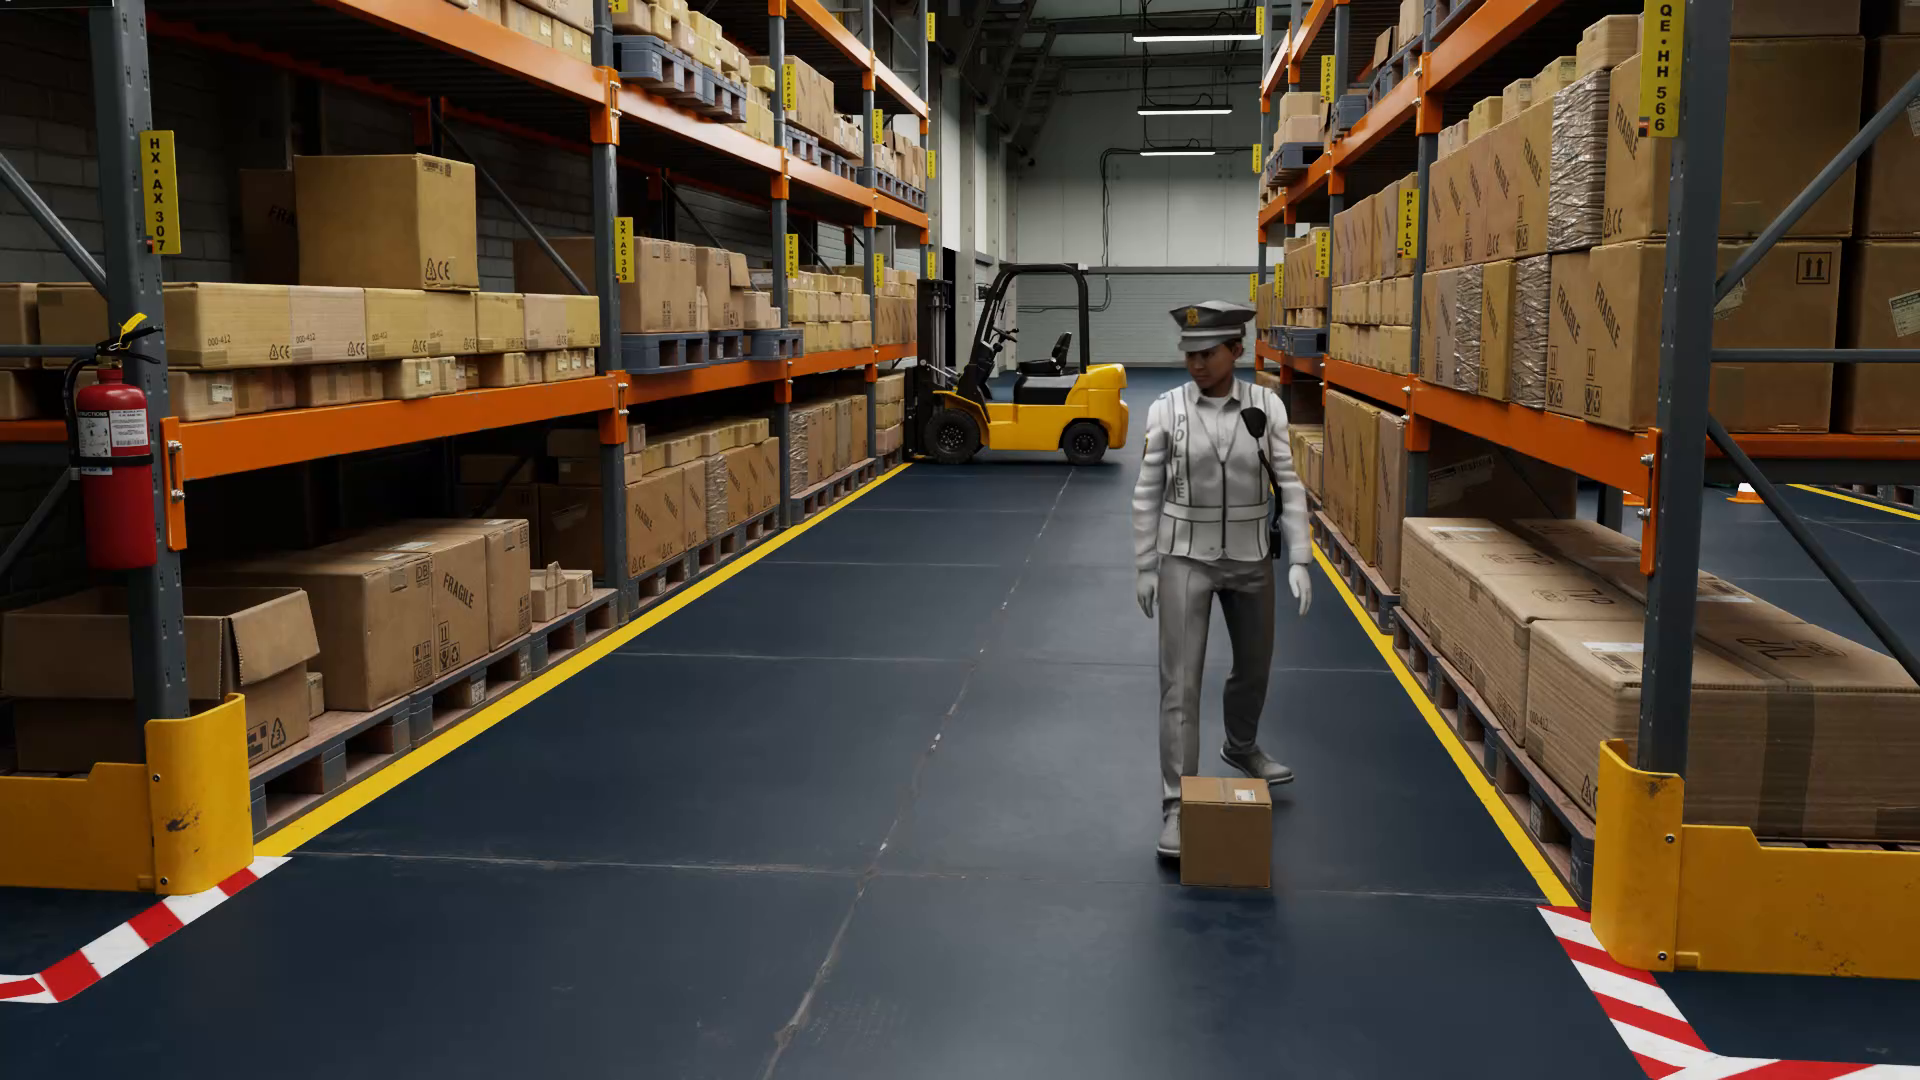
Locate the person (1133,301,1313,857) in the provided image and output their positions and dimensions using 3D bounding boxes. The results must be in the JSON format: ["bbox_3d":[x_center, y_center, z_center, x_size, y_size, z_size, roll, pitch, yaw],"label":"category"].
[{"bbox_3d":[0.838,0.077,5.198,0.587,1.630,0.901,0,8,-3],"label":"person"}]
